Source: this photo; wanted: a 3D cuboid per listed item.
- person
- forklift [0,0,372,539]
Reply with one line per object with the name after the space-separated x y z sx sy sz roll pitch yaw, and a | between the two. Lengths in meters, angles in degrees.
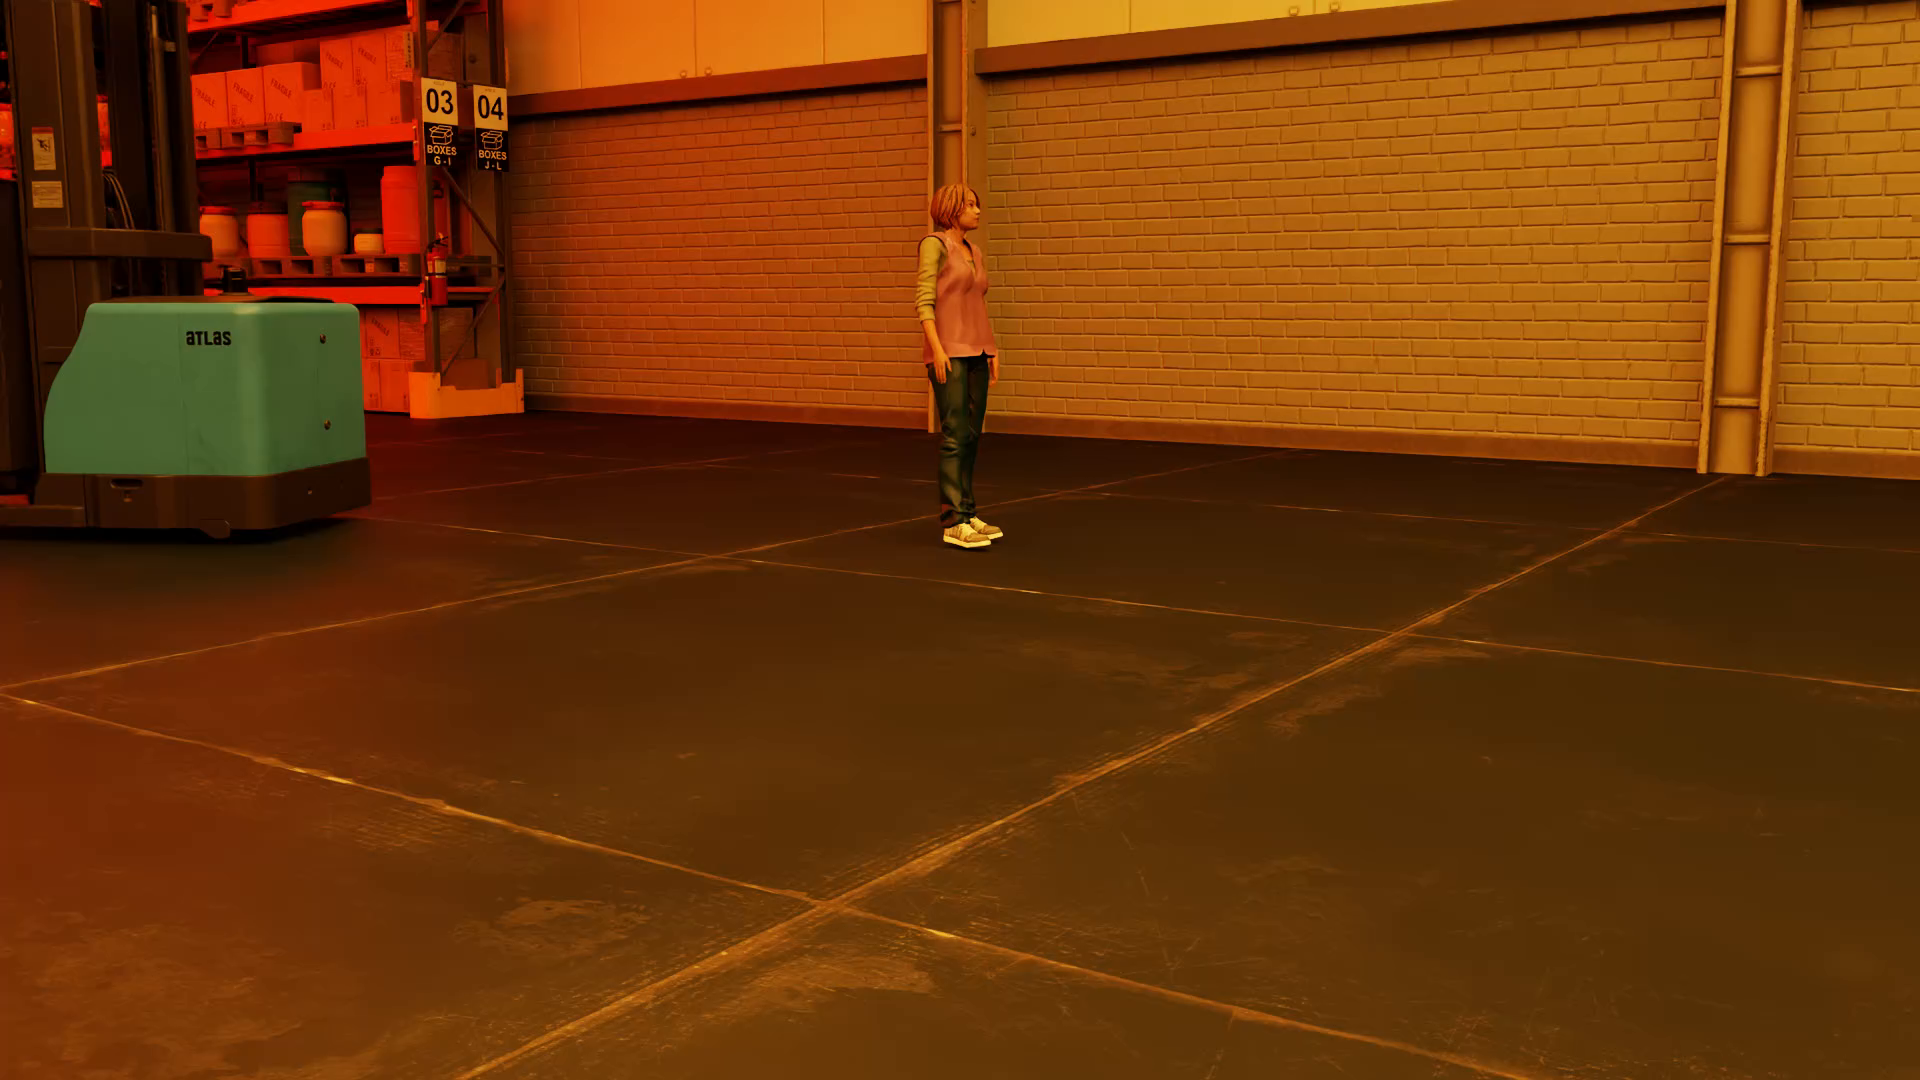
0.054 -0.791 7.437 0.473 1.599 0.520 5 10 34 | person
-4.509 -1.524 7.909 3.031 2.935 1.130 1 8 8 | forklift
